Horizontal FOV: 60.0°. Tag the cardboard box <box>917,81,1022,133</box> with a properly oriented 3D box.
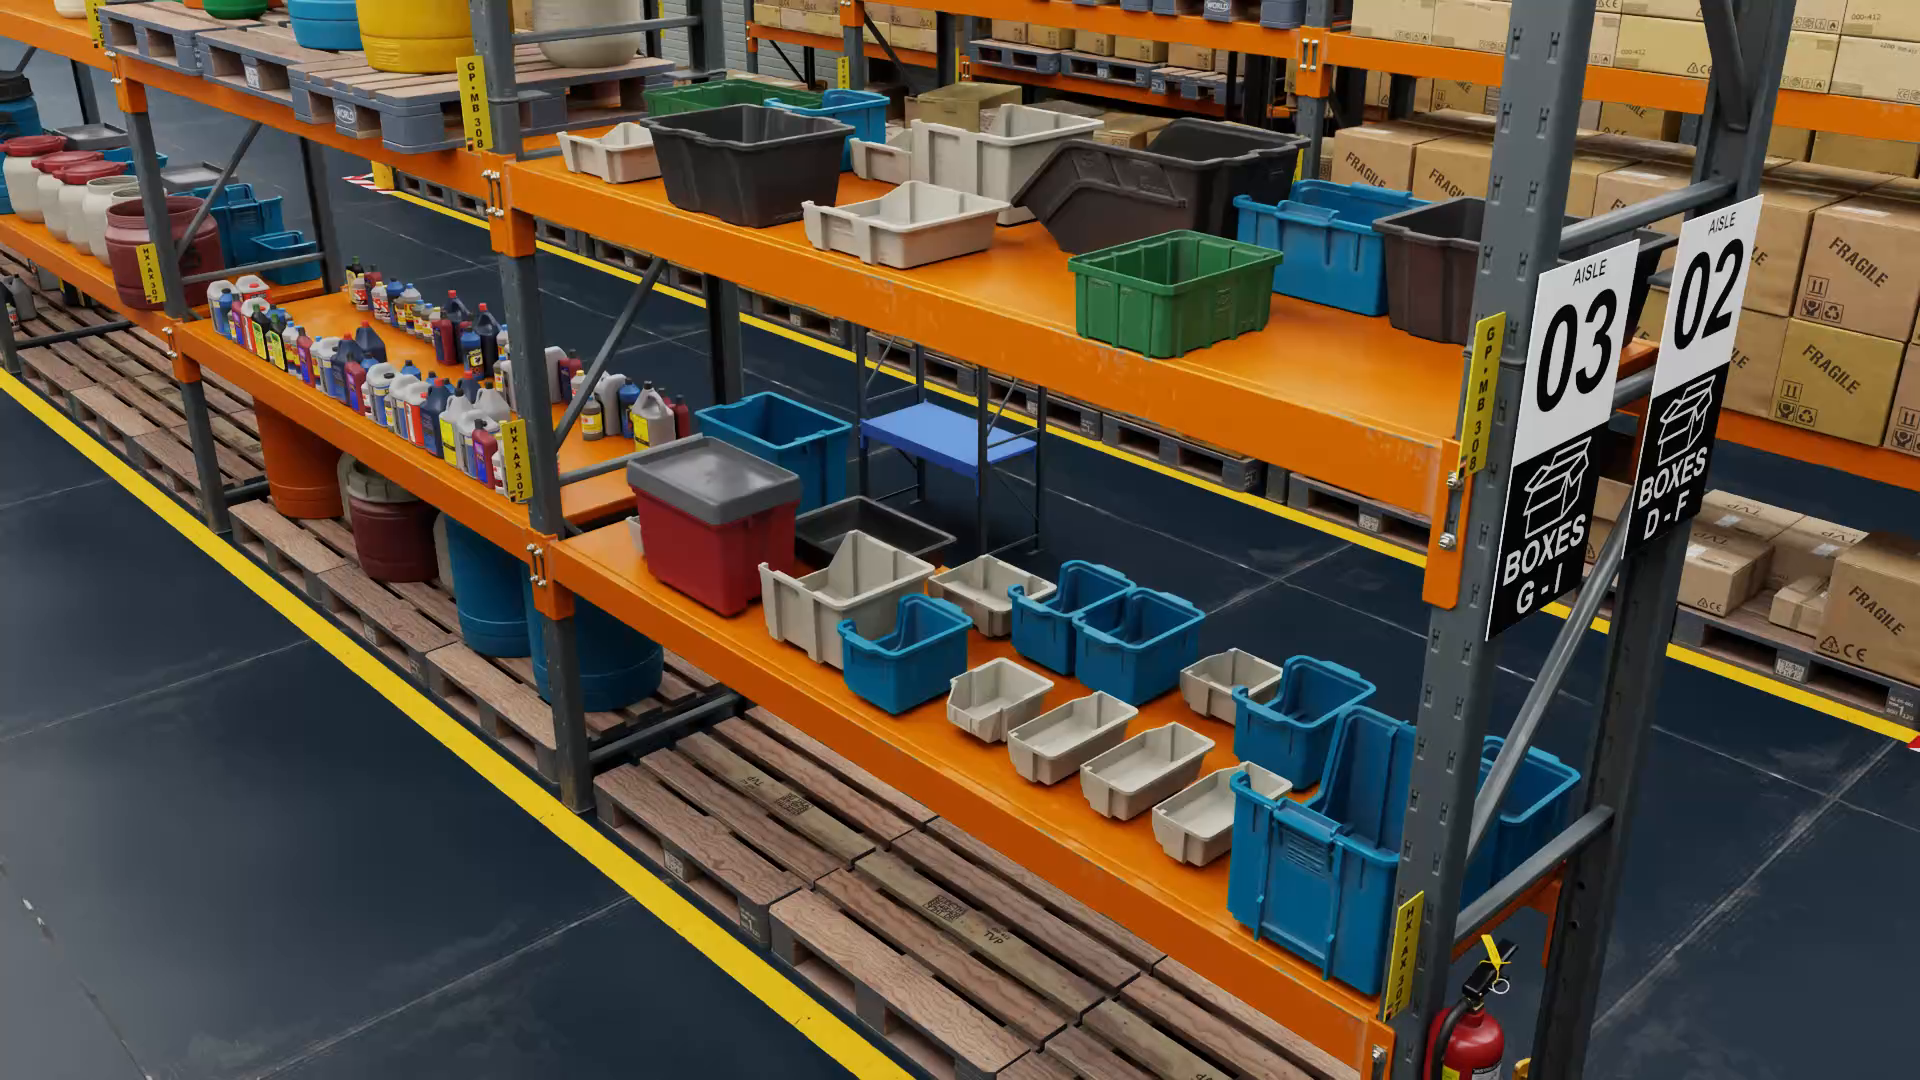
[{"bbox_3d":[0.076,-3.030,12.152,0.500,0.500,0.700,12,27,25],"label":"cardboard box"}]

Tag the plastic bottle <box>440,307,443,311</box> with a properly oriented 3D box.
[{"bbox_3d":[-2.686,-1.148,8.792,0.061,0.283,0.133,-21,32,-38],"label":"plastic bottle"}]

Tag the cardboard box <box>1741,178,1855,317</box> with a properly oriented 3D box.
[{"bbox_3d":[3.822,-1.395,7.868,0.500,0.500,0.500,-20,31,-37],"label":"cardboard box"}]

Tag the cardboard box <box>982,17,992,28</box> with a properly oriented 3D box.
[{"bbox_3d":[0.274,-6.055,18.661,0.500,0.500,0.500,-22,33,-40],"label":"cardboard box"}]

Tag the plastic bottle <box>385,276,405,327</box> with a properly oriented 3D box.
[{"bbox_3d":[-3.111,-1.319,9.183,0.097,0.271,0.097,0,25,0],"label":"plastic bottle"}]

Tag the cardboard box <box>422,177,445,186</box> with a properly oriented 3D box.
[{"bbox_3d":[-5.356,-3.940,17.580,0.500,0.250,0.500,-21,32,-38],"label":"cardboard box"}]

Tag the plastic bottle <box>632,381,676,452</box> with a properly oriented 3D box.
[{"bbox_3d":[-1.353,-0.525,7.346,0.144,0.351,0.185,-21,32,-38],"label":"plastic bottle"}]

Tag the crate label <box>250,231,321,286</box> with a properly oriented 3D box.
[{"bbox_3d":[-4.070,-1.706,10.078,0.303,0.233,0.416,-21,32,-38],"label":"crate label"}]

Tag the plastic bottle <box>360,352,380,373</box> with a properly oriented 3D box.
[{"bbox_3d":[-2.817,-0.765,7.969,0.097,0.271,0.097,0,25,0],"label":"plastic bottle"}]

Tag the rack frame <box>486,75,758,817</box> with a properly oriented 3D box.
[{"bbox_3d":[-1.321,-0.337,6.874,1.000,3.000,0.127,-21,32,-38],"label":"rack frame"}]

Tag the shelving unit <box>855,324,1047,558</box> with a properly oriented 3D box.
[{"bbox_3d":[-0.058,-0.708,9.495,0.538,1.500,1.048,-21,32,-38],"label":"shelving unit"}]

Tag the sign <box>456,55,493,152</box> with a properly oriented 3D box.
[{"bbox_3d":[-1.724,-1.550,5.909,0.100,0.325,0.005,-21,32,-38],"label":"sign"}]

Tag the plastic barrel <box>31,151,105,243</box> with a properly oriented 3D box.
[{"bbox_3d":[-5.794,-2.248,10.900,0.433,0.535,0.433,0,25,0],"label":"plastic barrel"}]

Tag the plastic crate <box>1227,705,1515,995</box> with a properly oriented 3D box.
[{"bbox_3d":[1.048,0.783,4.304,0.616,0.435,0.499,-21,32,-38],"label":"plastic crate"}]

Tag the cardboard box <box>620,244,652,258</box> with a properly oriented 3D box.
[{"bbox_3d":[-2.728,-2.757,14.986,0.500,0.250,0.500,-20,31,-37],"label":"cardboard box"}]

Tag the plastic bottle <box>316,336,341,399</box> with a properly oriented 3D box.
[{"bbox_3d":[-3.048,-0.849,8.147,0.152,0.276,0.135,-21,32,-38],"label":"plastic bottle"}]

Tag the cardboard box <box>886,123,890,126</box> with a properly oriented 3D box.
[{"bbox_3d":[-0.907,-3.238,13.341,0.500,0.311,0.500,-22,32,-39],"label":"cardboard box"}]

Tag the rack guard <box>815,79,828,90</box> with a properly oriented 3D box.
[{"bbox_3d":[-2.240,-5.622,21.472,1.175,0.500,0.348,-21,32,-38],"label":"rack guard"}]

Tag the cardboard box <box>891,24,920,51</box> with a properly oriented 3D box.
[{"bbox_3d":[-0.437,-5.723,18.836,0.500,0.250,0.500,-21,32,-38],"label":"cardboard box"}]

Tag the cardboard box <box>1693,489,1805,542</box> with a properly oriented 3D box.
[{"bbox_3d":[4.183,-0.026,8.976,0.500,0.250,0.500,-21,32,-38],"label":"cardboard box"}]

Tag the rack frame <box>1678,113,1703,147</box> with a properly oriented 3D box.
[{"bbox_3d":[5.910,-3.147,13.034,1.000,3.000,0.127,-21,32,-38],"label":"rack frame"}]

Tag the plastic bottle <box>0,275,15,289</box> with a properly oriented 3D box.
[{"bbox_3d":[-7.480,-1.942,13.146,0.152,0.276,0.135,-21,32,-38],"label":"plastic bottle"}]

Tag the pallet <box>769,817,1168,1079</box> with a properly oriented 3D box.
[{"bbox_3d":[0.048,1.514,6.178,1.003,0.211,1.213,-21,32,-38],"label":"pallet"}]

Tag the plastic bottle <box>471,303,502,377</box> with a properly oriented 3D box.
[{"bbox_3d":[-2.390,-1.022,8.435,0.144,0.351,0.185,-21,32,-38],"label":"plastic bottle"}]

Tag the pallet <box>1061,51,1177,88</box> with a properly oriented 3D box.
[{"bbox_3d":[1.794,-4.860,17.020,1.003,0.211,1.213,-21,32,-38],"label":"pallet"}]

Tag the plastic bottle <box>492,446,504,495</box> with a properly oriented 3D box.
[{"bbox_3d":[-1.926,-0.301,7.036,0.097,0.201,0.097,0,25,0],"label":"plastic bottle"}]

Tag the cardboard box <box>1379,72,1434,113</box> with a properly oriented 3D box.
[{"bbox_3d":[4.011,-4.017,14.439,0.500,0.500,0.500,-21,32,-39],"label":"cardboard box"}]

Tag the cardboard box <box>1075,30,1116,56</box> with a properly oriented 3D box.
[{"bbox_3d":[1.615,-5.291,17.083,0.700,0.500,0.500,-16,29,-32],"label":"cardboard box"}]

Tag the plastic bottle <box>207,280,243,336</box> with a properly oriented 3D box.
[{"bbox_3d":[-3.995,-1.269,9.068,0.152,0.276,0.135,-21,32,-38],"label":"plastic bottle"}]

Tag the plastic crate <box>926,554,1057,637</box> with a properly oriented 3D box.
[{"bbox_3d":[0.088,0.198,5.947,0.293,0.136,0.466,-21,32,-38],"label":"plastic crate"}]

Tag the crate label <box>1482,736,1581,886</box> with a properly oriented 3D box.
[{"bbox_3d":[1.484,0.756,4.608,0.416,0.233,0.303,-21,32,-38],"label":"crate label"}]

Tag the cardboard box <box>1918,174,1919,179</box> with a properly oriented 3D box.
[{"bbox_3d":[7.269,-2.674,11.637,0.700,0.700,0.980,22,32,39],"label":"cardboard box"}]

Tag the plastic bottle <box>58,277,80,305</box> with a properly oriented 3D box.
[{"bbox_3d":[-7.143,-2.077,13.350,0.144,0.351,0.185,-21,32,-38],"label":"plastic bottle"}]

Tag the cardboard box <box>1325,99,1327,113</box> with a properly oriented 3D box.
[{"bbox_3d":[3.398,-4.010,15.203,0.380,0.149,0.250,-21,32,-38],"label":"cardboard box"}]

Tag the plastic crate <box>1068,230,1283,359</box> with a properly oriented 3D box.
[{"bbox_3d":[0.530,-0.611,4.116,0.450,0.188,0.336,-21,32,-38],"label":"plastic crate"}]

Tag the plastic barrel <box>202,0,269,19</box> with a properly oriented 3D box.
[{"bbox_3d":[-3.499,-2.647,8.006,0.294,0.245,0.294,0,25,0],"label":"plastic barrel"}]

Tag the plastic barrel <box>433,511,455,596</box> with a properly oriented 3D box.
[{"bbox_3d":[-2.485,0.024,8.576,0.421,0.512,0.421,0,25,0],"label":"plastic barrel"}]

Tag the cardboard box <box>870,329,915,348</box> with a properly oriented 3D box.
[{"bbox_3d":[-0.334,-1.796,12.556,0.500,0.500,0.500,-20,31,-36],"label":"cardboard box"}]

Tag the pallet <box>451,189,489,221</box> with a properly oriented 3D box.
[{"bbox_3d":[-4.522,-3.518,17.208,1.003,0.211,1.213,-21,32,-38],"label":"pallet"}]

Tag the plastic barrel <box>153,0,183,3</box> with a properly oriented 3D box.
[{"bbox_3d":[-4.261,-2.903,9.072,0.294,0.245,0.294,0,25,0],"label":"plastic barrel"}]

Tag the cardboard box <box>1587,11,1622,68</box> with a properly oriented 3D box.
[{"bbox_3d":[3.128,-2.515,8.216,0.500,0.250,0.500,-21,32,-38],"label":"cardboard box"}]

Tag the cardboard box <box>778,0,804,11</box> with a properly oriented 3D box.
[{"bbox_3d":[-1.854,-6.682,20.037,0.500,0.500,0.500,-21,32,-38],"label":"cardboard box"}]

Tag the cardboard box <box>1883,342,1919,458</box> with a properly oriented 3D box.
[{"bbox_3d":[4.526,-0.633,7.403,0.500,0.500,0.500,-20,31,-37],"label":"cardboard box"}]

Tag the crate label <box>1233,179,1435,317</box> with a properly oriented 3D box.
[{"bbox_3d":[1.018,-0.793,4.439,0.408,0.251,0.502,-21,32,-38],"label":"crate label"}]

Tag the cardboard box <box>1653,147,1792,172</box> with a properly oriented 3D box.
[{"bbox_3d":[3.871,-1.701,8.540,0.500,0.500,0.500,-22,32,-39],"label":"cardboard box"}]

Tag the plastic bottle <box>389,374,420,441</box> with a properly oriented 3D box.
[{"bbox_3d":[-2.513,-0.612,7.627,0.152,0.276,0.135,-21,32,-38],"label":"plastic bottle"}]

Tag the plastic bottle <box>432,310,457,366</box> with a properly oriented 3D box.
[{"bbox_3d":[-2.665,-1.051,8.580,0.061,0.283,0.133,-21,32,-38],"label":"plastic bottle"}]

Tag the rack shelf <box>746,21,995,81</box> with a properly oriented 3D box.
[{"bbox_3d":[-0.924,-5.849,19.825,1.077,0.370,4.000,-21,32,-38],"label":"rack shelf"}]

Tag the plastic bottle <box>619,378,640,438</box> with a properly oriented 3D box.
[{"bbox_3d":[-1.510,-0.610,7.628,0.097,0.271,0.097,0,25,0],"label":"plastic bottle"}]

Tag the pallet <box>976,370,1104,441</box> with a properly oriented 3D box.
[{"bbox_3d":[0.875,-1.077,11.858,1.003,0.211,1.213,-21,32,-38],"label":"pallet"}]

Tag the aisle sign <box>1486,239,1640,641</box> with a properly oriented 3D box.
[{"bbox_3d":[1.248,-0.203,3.448,0.394,0.787,0.004,-21,32,-38],"label":"aisle sign"}]

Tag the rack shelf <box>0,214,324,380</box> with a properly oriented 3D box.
[{"bbox_3d":[-5.422,-1.827,11.008,1.077,0.370,4.000,-21,32,-38],"label":"rack shelf"}]

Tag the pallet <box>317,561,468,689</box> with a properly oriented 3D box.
[{"bbox_3d":[-2.656,0.317,8.801,1.003,0.211,1.213,-21,32,-38],"label":"pallet"}]

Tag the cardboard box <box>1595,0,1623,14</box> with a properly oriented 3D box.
[{"bbox_3d":[3.124,-2.741,8.109,0.500,0.250,0.500,-21,32,-38],"label":"cardboard box"}]

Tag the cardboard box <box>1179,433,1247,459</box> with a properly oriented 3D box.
[{"bbox_3d":[1.751,-0.872,10.529,0.500,0.500,0.500,-21,32,-39],"label":"cardboard box"}]

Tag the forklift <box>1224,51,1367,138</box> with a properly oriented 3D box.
[{"bbox_3d":[2.665,-3.342,13.544,1.130,2.935,3.031,1,25,2],"label":"forklift"}]

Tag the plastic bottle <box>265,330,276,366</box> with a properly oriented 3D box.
[{"bbox_3d":[-3.529,-1.012,8.593,0.097,0.201,0.097,0,25,0],"label":"plastic bottle"}]

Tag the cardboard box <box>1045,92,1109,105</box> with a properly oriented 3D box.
[{"bbox_3d":[1.261,-4.624,17.850,0.500,0.250,0.500,-22,33,-39],"label":"cardboard box"}]

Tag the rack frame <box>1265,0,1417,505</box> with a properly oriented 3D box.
[{"bbox_3d":[2.297,-1.741,9.952,1.000,3.000,0.127,-21,32,-38],"label":"rack frame"}]
